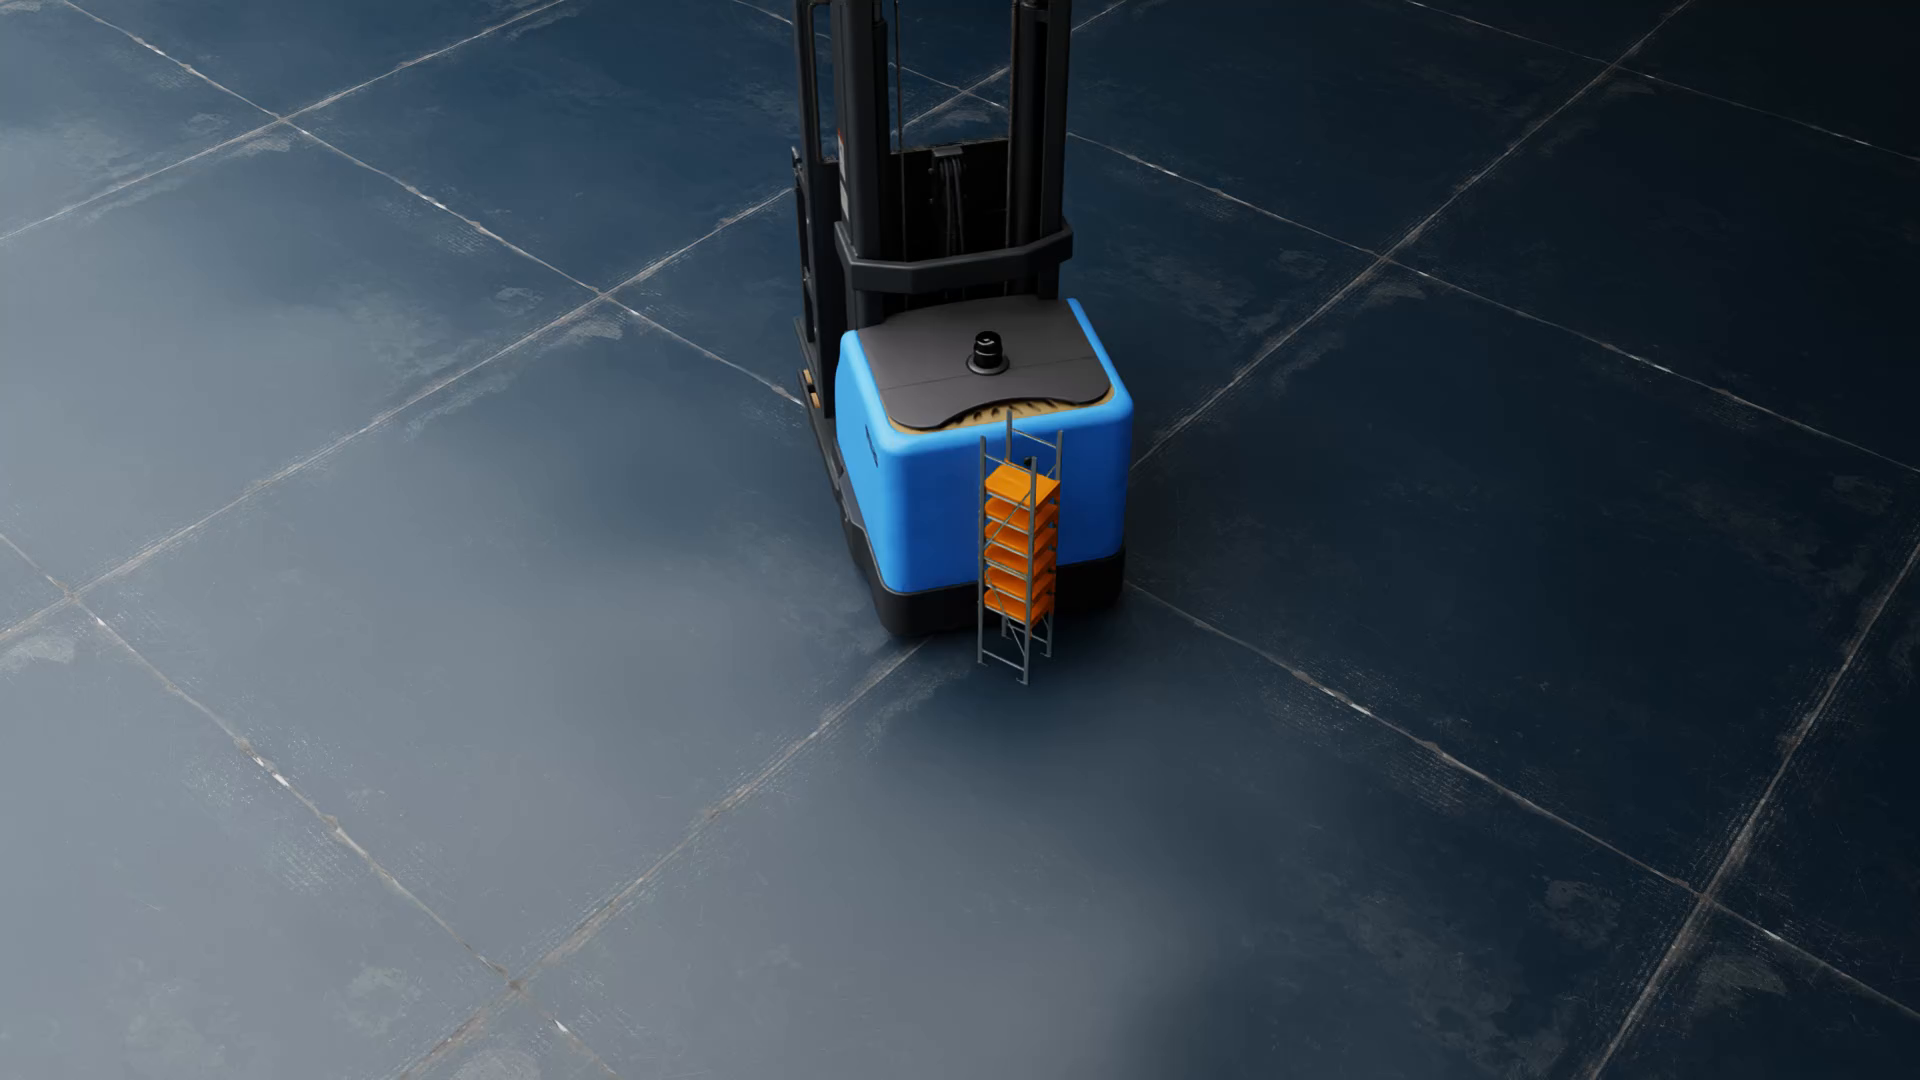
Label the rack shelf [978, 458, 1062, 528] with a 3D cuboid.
[{"bbox_3d":[0.226,-0.179,6.268,0.258,0.103,0.180,24,47,24],"label":"rack shelf"}]

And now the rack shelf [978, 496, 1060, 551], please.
[{"bbox_3d":[0.226,-0.090,6.349,0.258,0.103,0.180,24,47,24],"label":"rack shelf"}]

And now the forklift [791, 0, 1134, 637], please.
[{"bbox_3d":[-0.170,-1.689,7.112,1.130,2.935,3.031,-10,43,-11],"label":"forklift"}]

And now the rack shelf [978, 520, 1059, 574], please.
[{"bbox_3d":[0.226,-0.002,6.430,0.258,0.103,0.180,24,47,24],"label":"rack shelf"}]

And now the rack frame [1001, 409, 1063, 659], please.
[{"bbox_3d":[0.276,0.003,6.537,0.240,1.200,0.006,24,47,24],"label":"rack frame"}]

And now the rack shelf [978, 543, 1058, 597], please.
[{"bbox_3d":[0.226,0.087,6.510,0.258,0.103,0.180,24,47,24],"label":"rack shelf"}]

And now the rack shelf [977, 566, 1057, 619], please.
[{"bbox_3d":[0.226,0.176,6.591,0.258,0.103,0.180,24,47,24],"label":"rack shelf"}]

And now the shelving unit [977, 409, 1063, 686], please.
[{"bbox_3d":[0.226,0.054,6.481,0.258,1.200,0.189,24,47,24],"label":"shelving unit"}]

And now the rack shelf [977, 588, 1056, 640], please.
[{"bbox_3d":[0.226,0.265,6.672,0.258,0.103,0.180,24,47,24],"label":"rack shelf"}]

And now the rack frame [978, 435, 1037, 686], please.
[{"bbox_3d":[0.176,0.106,6.424,0.240,1.200,0.006,24,47,24],"label":"rack frame"}]
